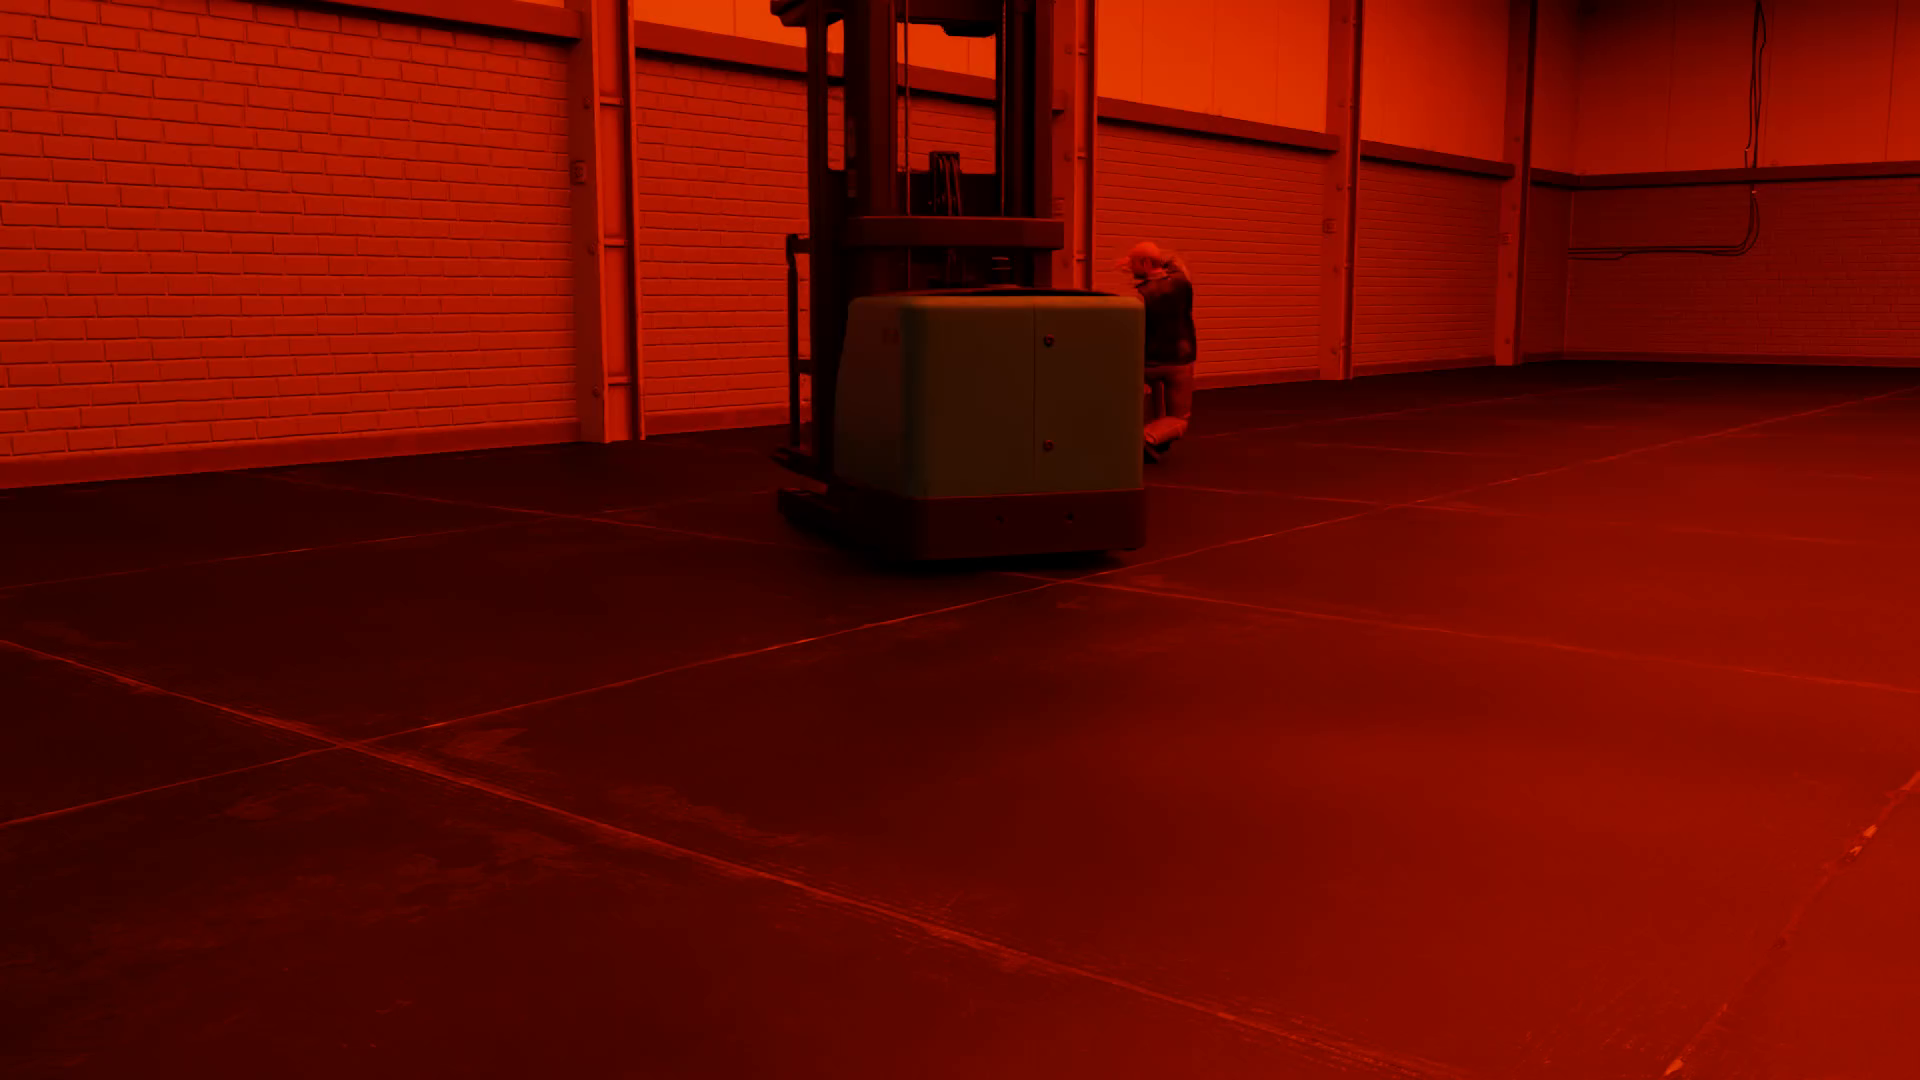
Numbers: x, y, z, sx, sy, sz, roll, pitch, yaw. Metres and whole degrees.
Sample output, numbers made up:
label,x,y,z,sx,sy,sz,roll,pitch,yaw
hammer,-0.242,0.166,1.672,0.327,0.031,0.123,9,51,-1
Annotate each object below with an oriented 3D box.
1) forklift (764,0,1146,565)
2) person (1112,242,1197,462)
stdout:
label,x,y,z,sx,sy,sz,roll,pitch,yaw
forklift,-0.235,-1.528,7.727,1.130,2.935,3.031,-3,9,-20
person,1.101,-1.264,11.122,0.955,1.428,0.957,2,8,11
